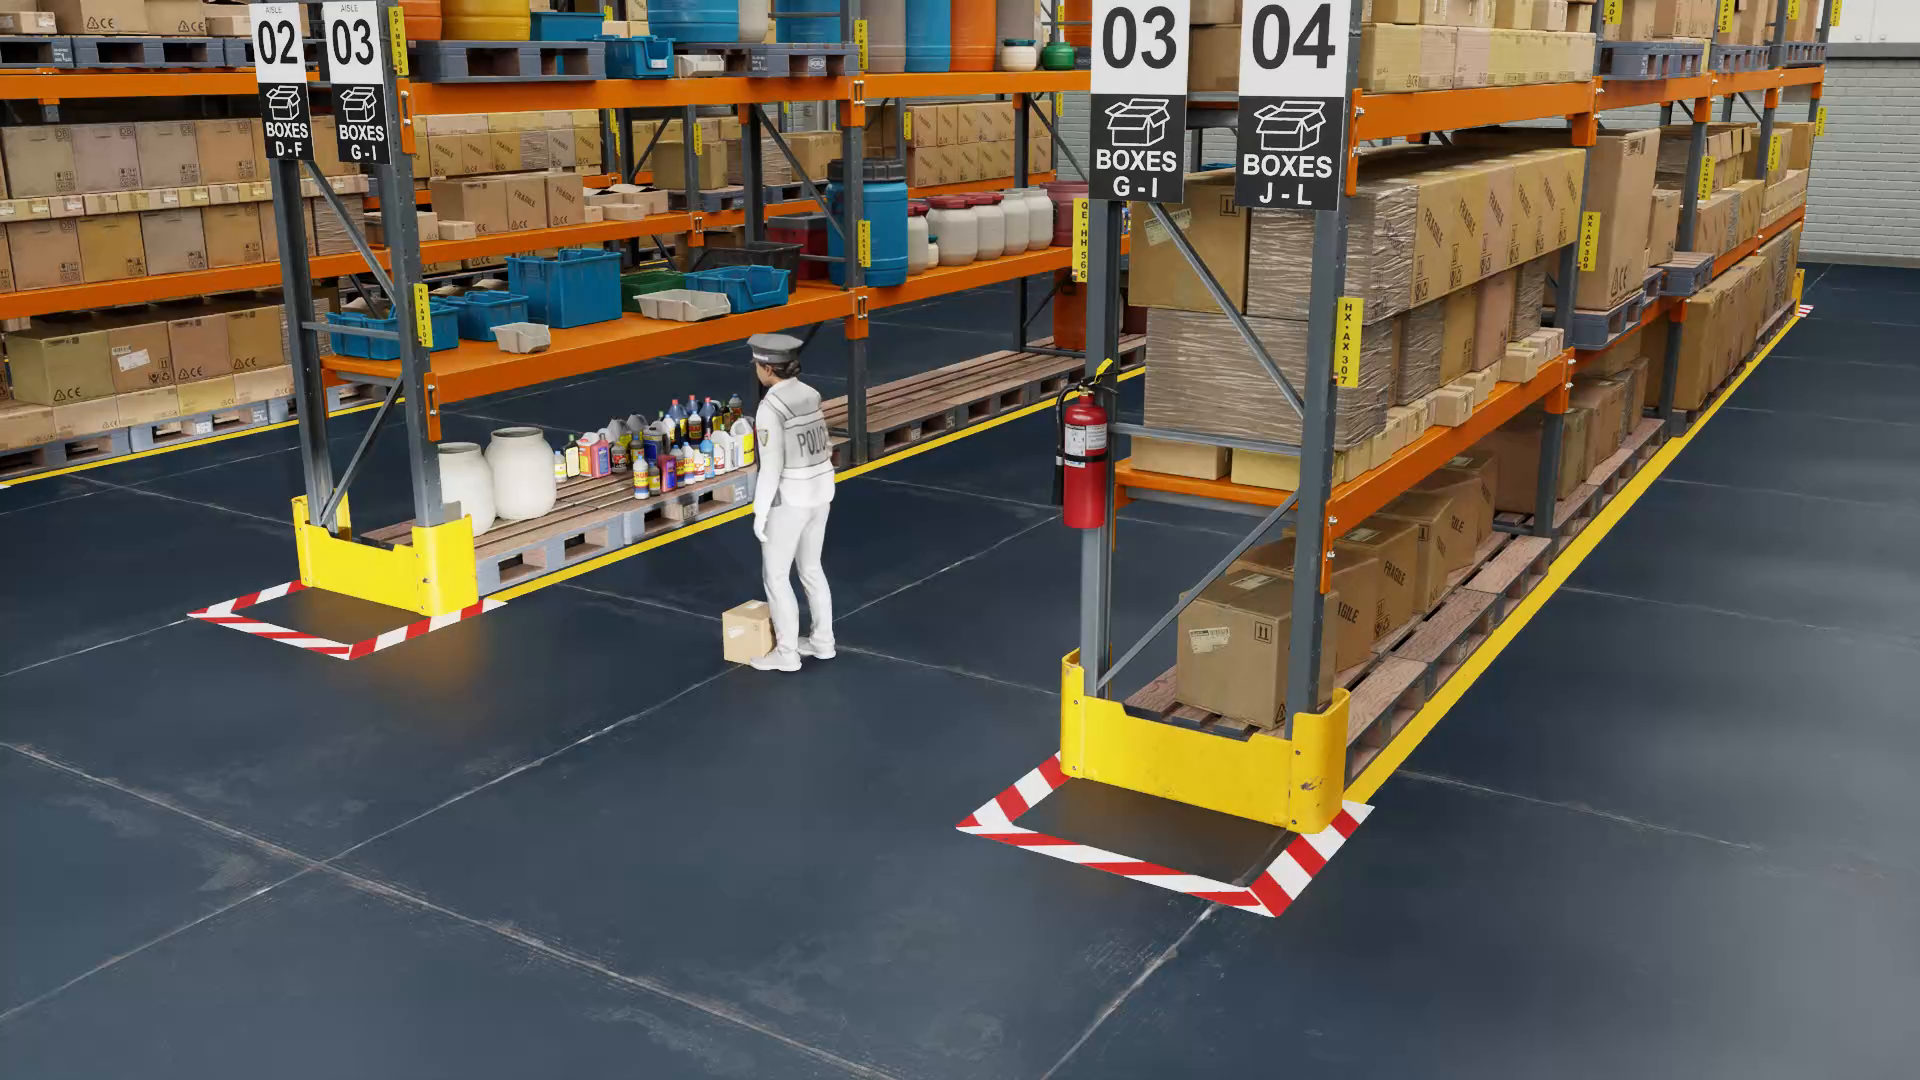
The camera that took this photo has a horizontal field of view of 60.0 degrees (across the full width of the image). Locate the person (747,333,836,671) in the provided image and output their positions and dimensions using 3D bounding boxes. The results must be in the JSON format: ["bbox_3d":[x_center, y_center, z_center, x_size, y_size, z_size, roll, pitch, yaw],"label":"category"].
[{"bbox_3d":[-0.831,-0.173,8.122,0.404,1.663,0.532,10,19,30],"label":"person"}]
